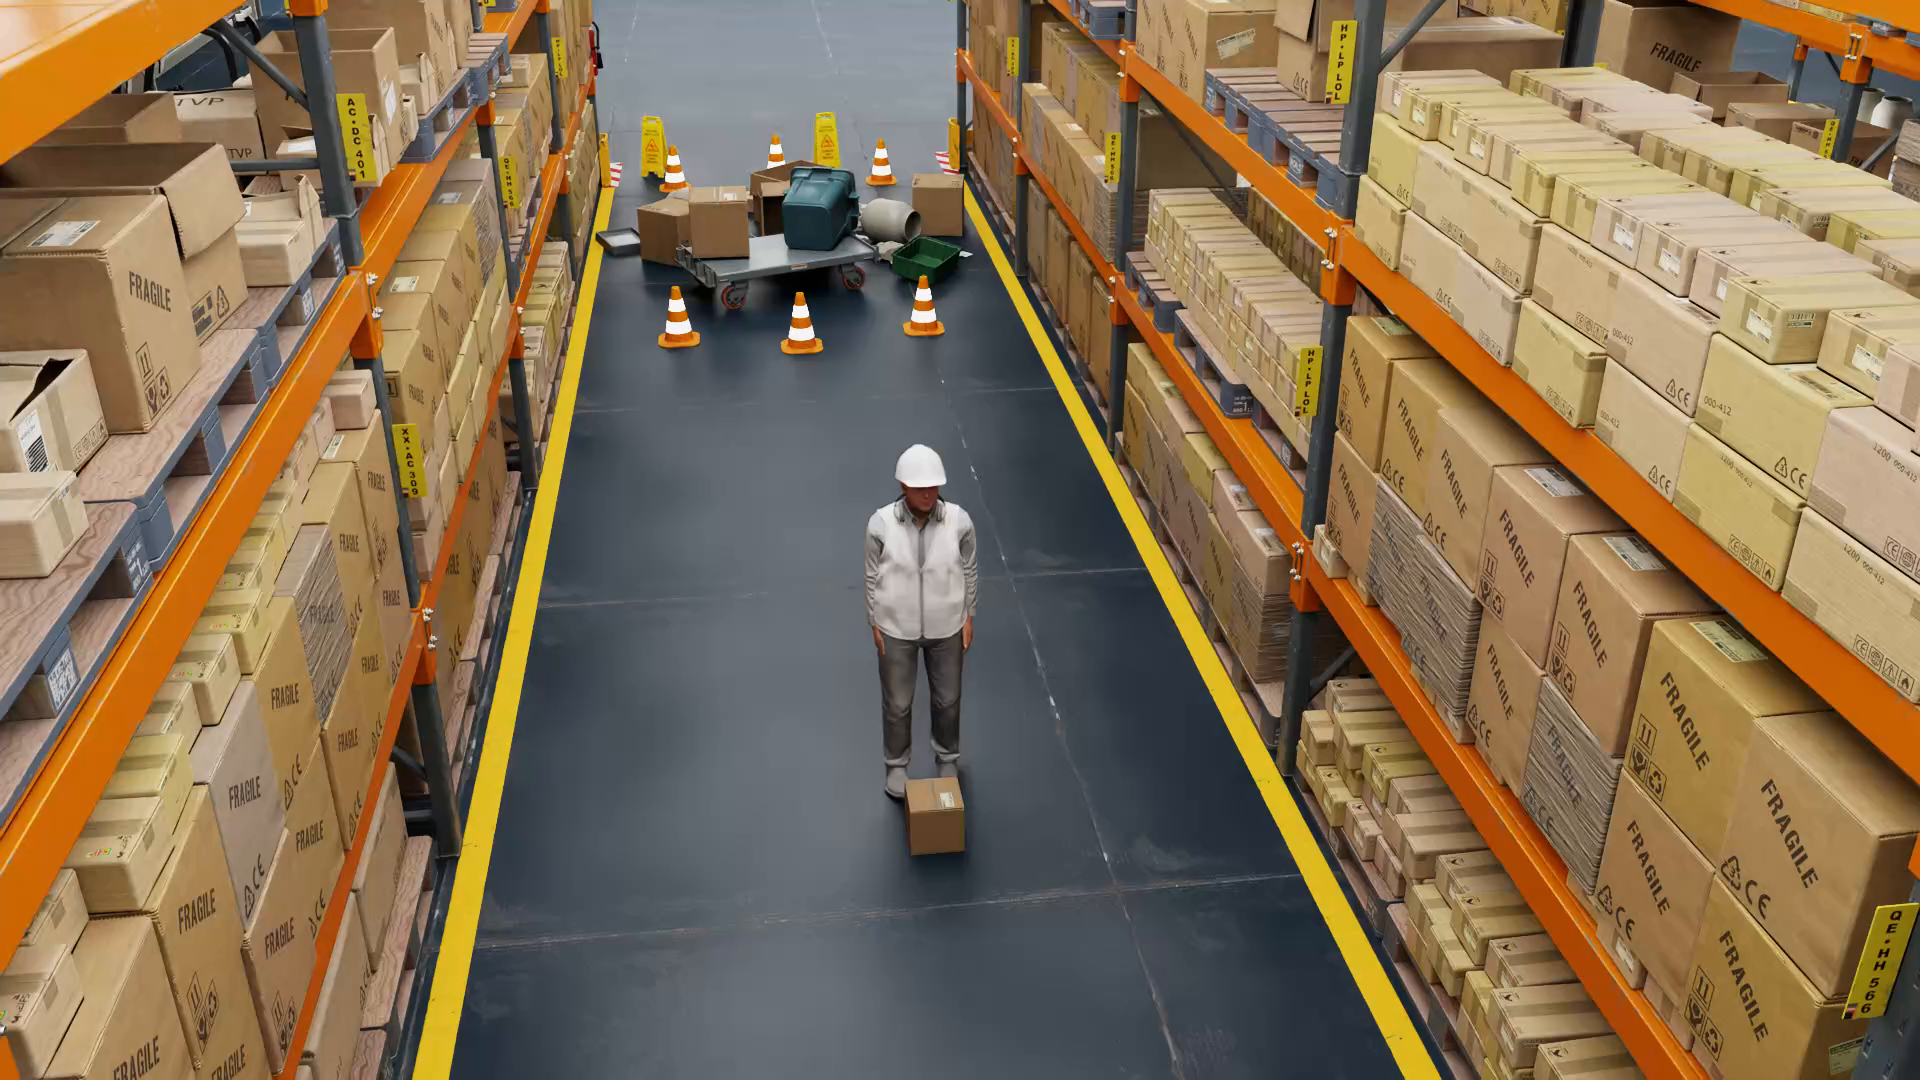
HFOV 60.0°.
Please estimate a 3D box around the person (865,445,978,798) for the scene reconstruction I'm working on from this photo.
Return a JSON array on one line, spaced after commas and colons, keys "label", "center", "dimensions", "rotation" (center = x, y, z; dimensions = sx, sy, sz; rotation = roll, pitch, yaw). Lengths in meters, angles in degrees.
[{"label": "person", "center": [-0.175, 0.418, 7.840], "dimensions": [0.533, 1.827, 0.368], "rotation": [-3, 27, -6]}]
